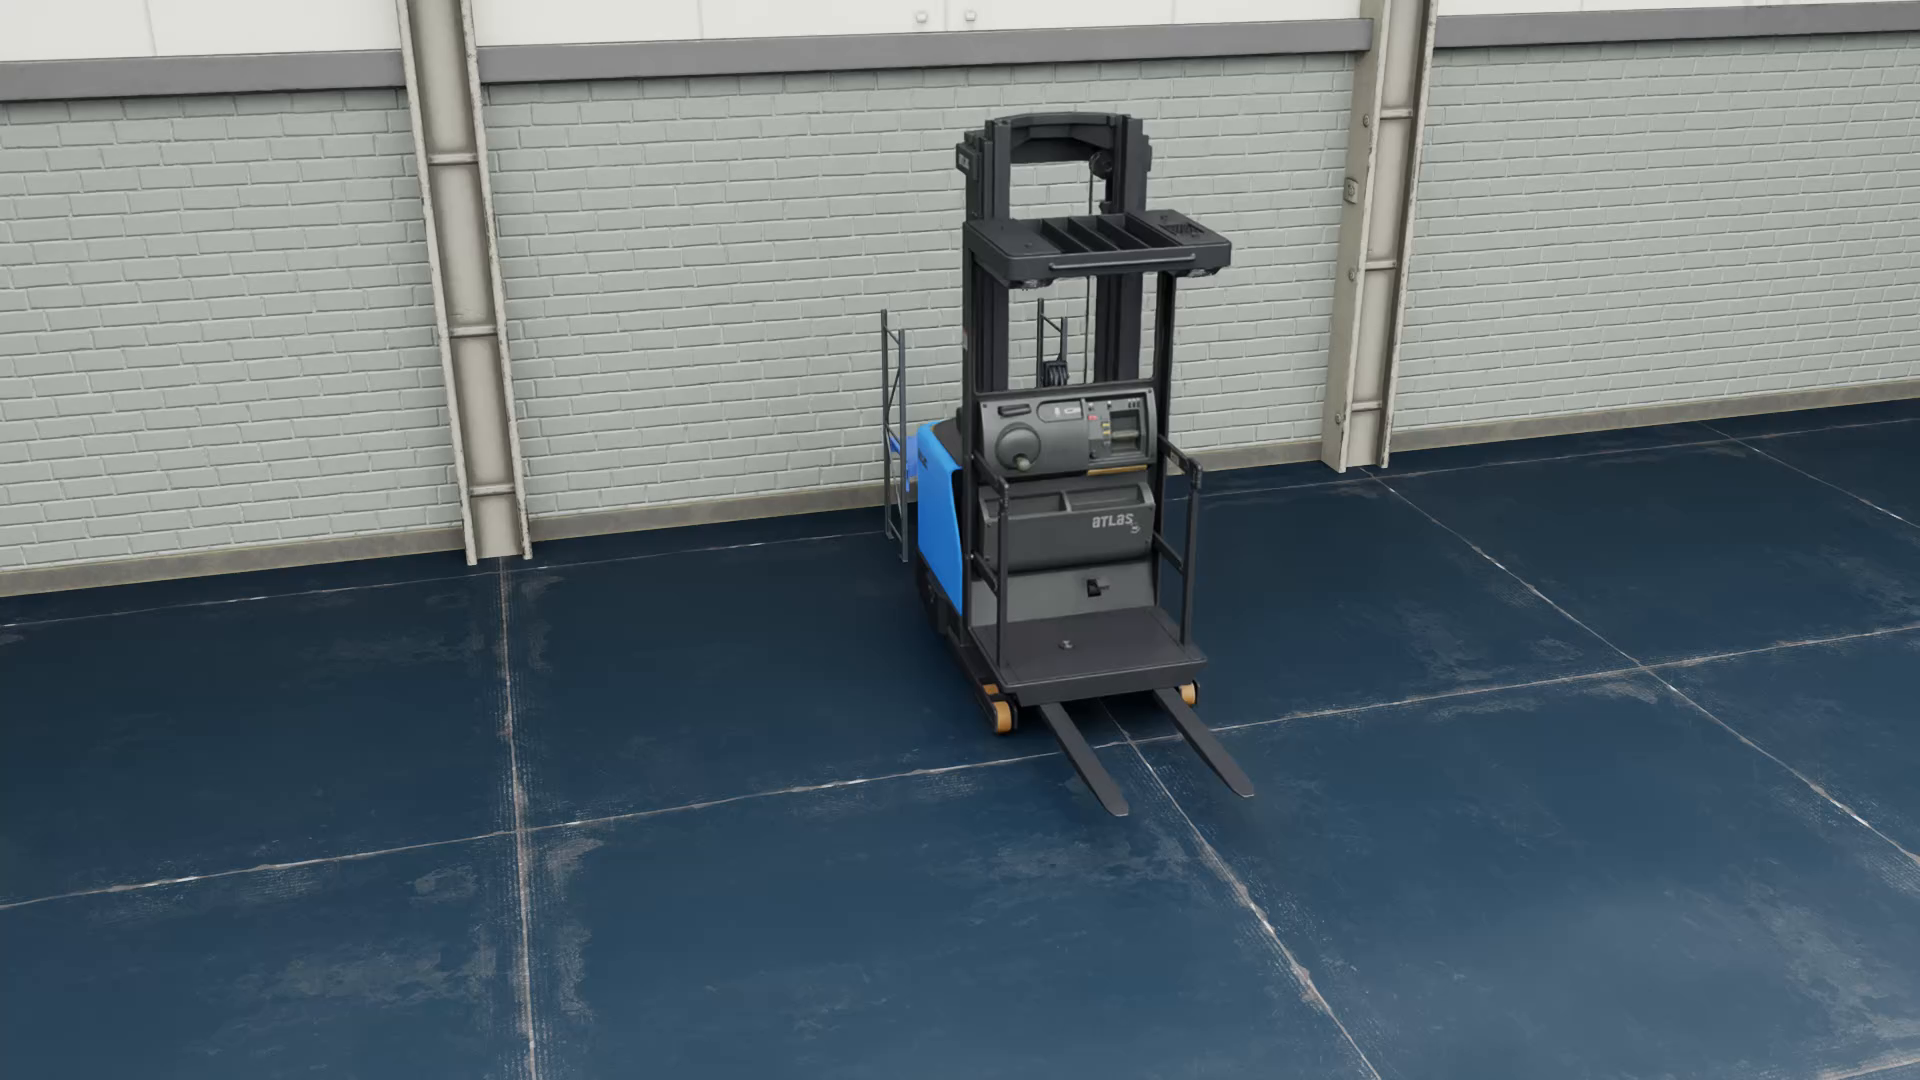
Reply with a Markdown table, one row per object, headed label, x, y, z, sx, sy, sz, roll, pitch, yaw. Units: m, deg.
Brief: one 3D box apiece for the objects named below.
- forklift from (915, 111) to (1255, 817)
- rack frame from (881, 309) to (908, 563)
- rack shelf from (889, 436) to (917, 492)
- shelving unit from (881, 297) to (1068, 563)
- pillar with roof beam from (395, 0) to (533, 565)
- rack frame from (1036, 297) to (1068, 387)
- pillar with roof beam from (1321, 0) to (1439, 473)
| label | x | y | z | sx | sy | sz | roll | pitch | yaw |
| --- | --- | --- | --- | --- | --- | --- | --- | --- | --- |
| forklift | 0.614 | -0.532 | 8.273 | 1.130 | 2.935 | 3.031 | -6 | 24 | -14 |
| rack frame | -0.407 | -0.644 | 10.349 | 0.032 | 1.500 | 0.500 | -6 | 24 | -14 |
| rack shelf | 0.082 | -0.533 | 10.546 | 1.000 | 0.185 | 0.538 | -6 | 24 | -14 |
| shelving unit | 0.082 | -0.698 | 10.475 | 1.048 | 1.500 | 0.538 | -6 | 24 | -14 |
| pillar with roof beam | -1.762 | -2.422 | 4.983 | 0.400 | 9.000 | 9.100 | -6 | 24 | -14 |
| rack frame | 0.572 | -0.752 | 10.602 | 0.032 | 1.500 | 0.500 | -6 | 24 | -14 |
| pillar with roof beam | 4.015 | -3.061 | 6.472 | 0.400 | 9.000 | 9.100 | -6 | 24 | -14 |
